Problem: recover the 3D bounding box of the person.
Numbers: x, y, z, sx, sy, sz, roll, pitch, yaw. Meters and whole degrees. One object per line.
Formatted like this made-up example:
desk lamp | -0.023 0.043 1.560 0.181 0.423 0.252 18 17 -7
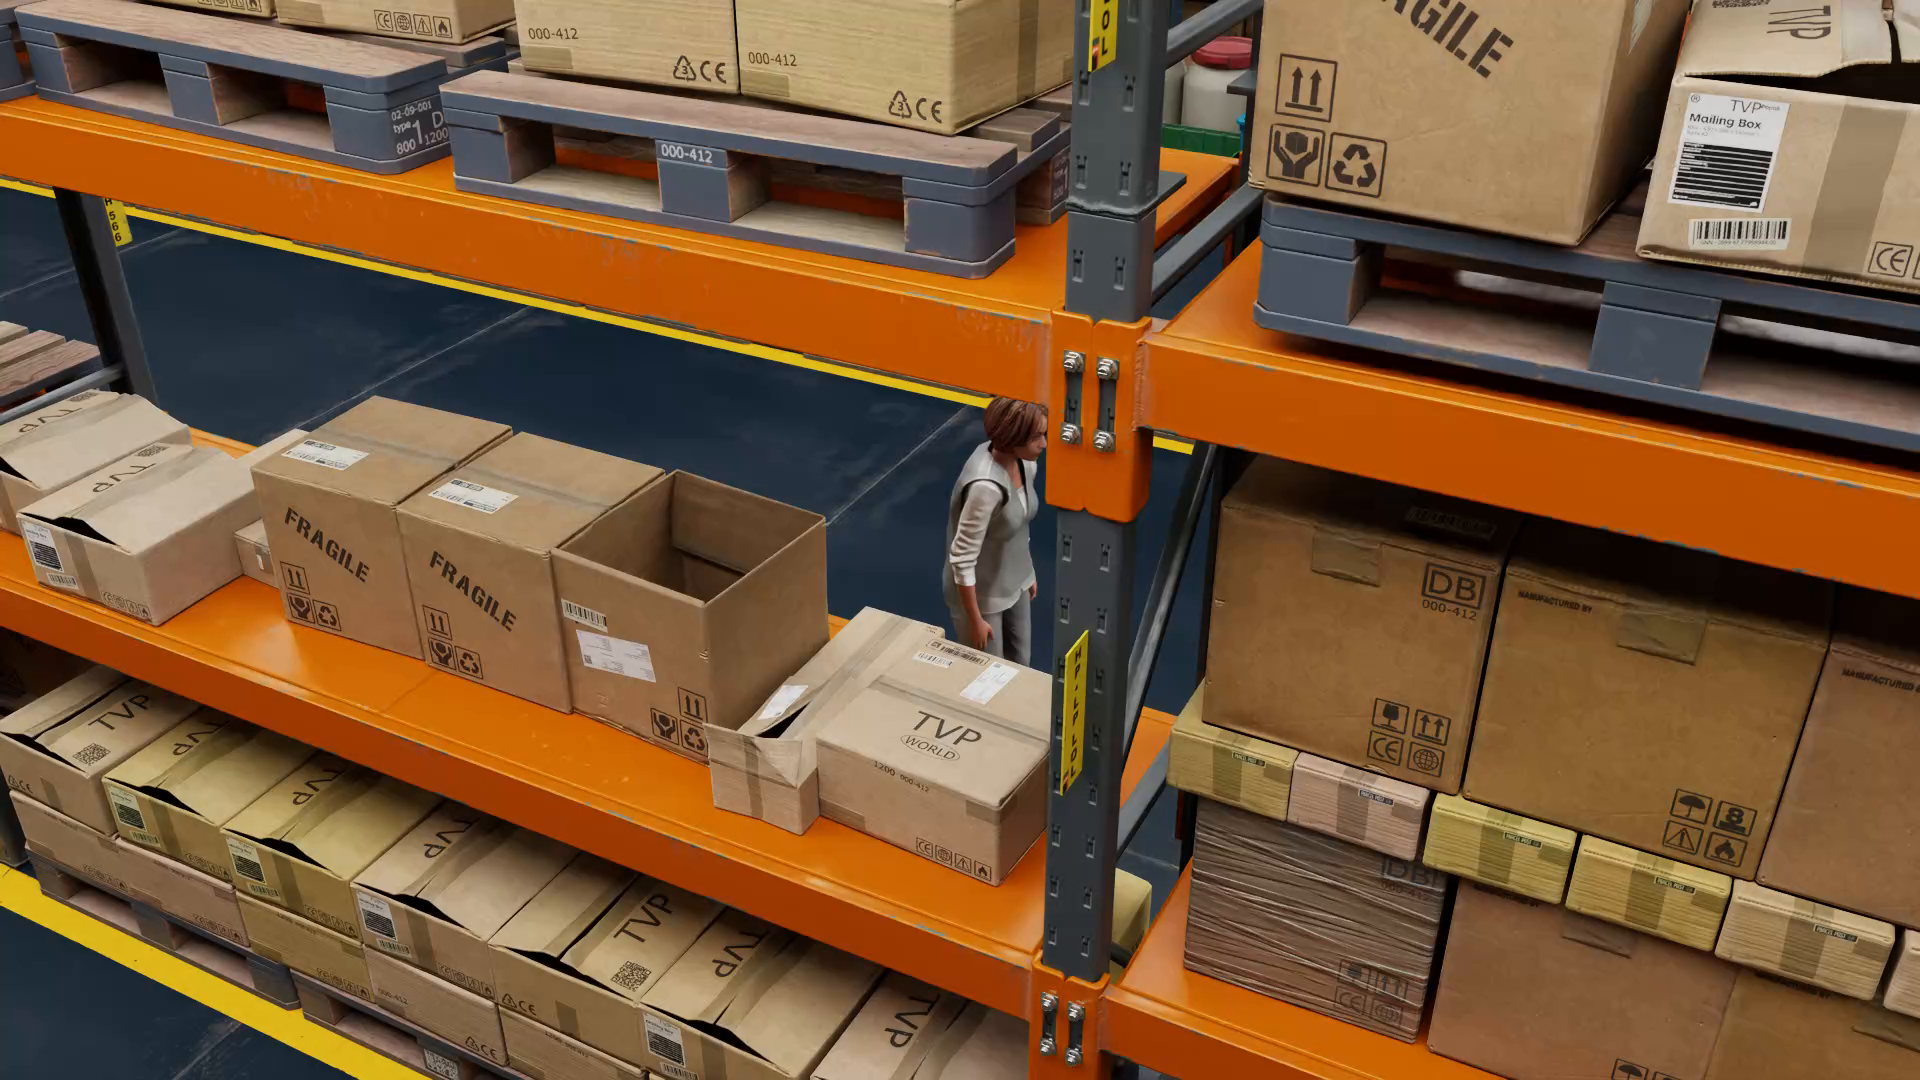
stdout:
person | 0.126 0.200 5.800 0.347 1.593 0.465 15 34 24
